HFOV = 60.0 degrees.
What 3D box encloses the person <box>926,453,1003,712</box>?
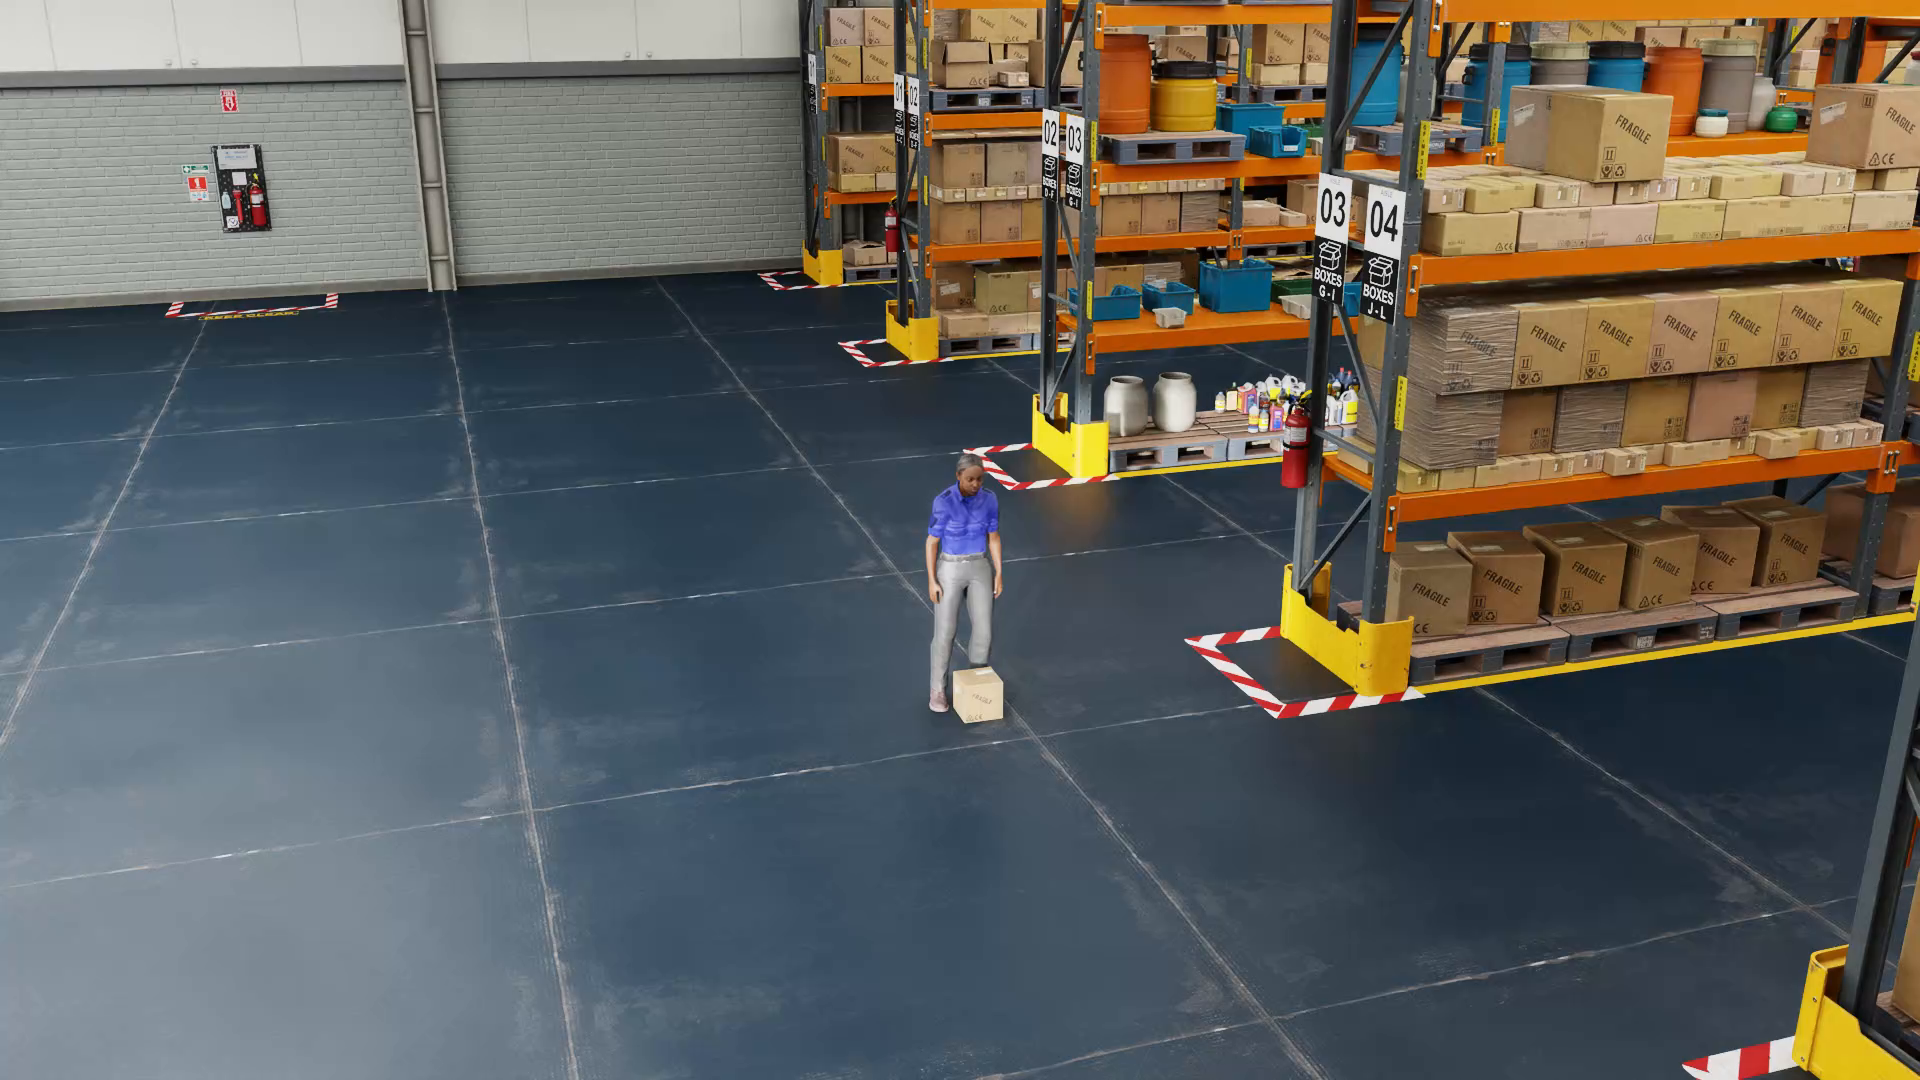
[{"bbox_3d":[0.025,0.237,10.399,0.506,1.655,0.346,-6,20,-17],"label":"person"}]
